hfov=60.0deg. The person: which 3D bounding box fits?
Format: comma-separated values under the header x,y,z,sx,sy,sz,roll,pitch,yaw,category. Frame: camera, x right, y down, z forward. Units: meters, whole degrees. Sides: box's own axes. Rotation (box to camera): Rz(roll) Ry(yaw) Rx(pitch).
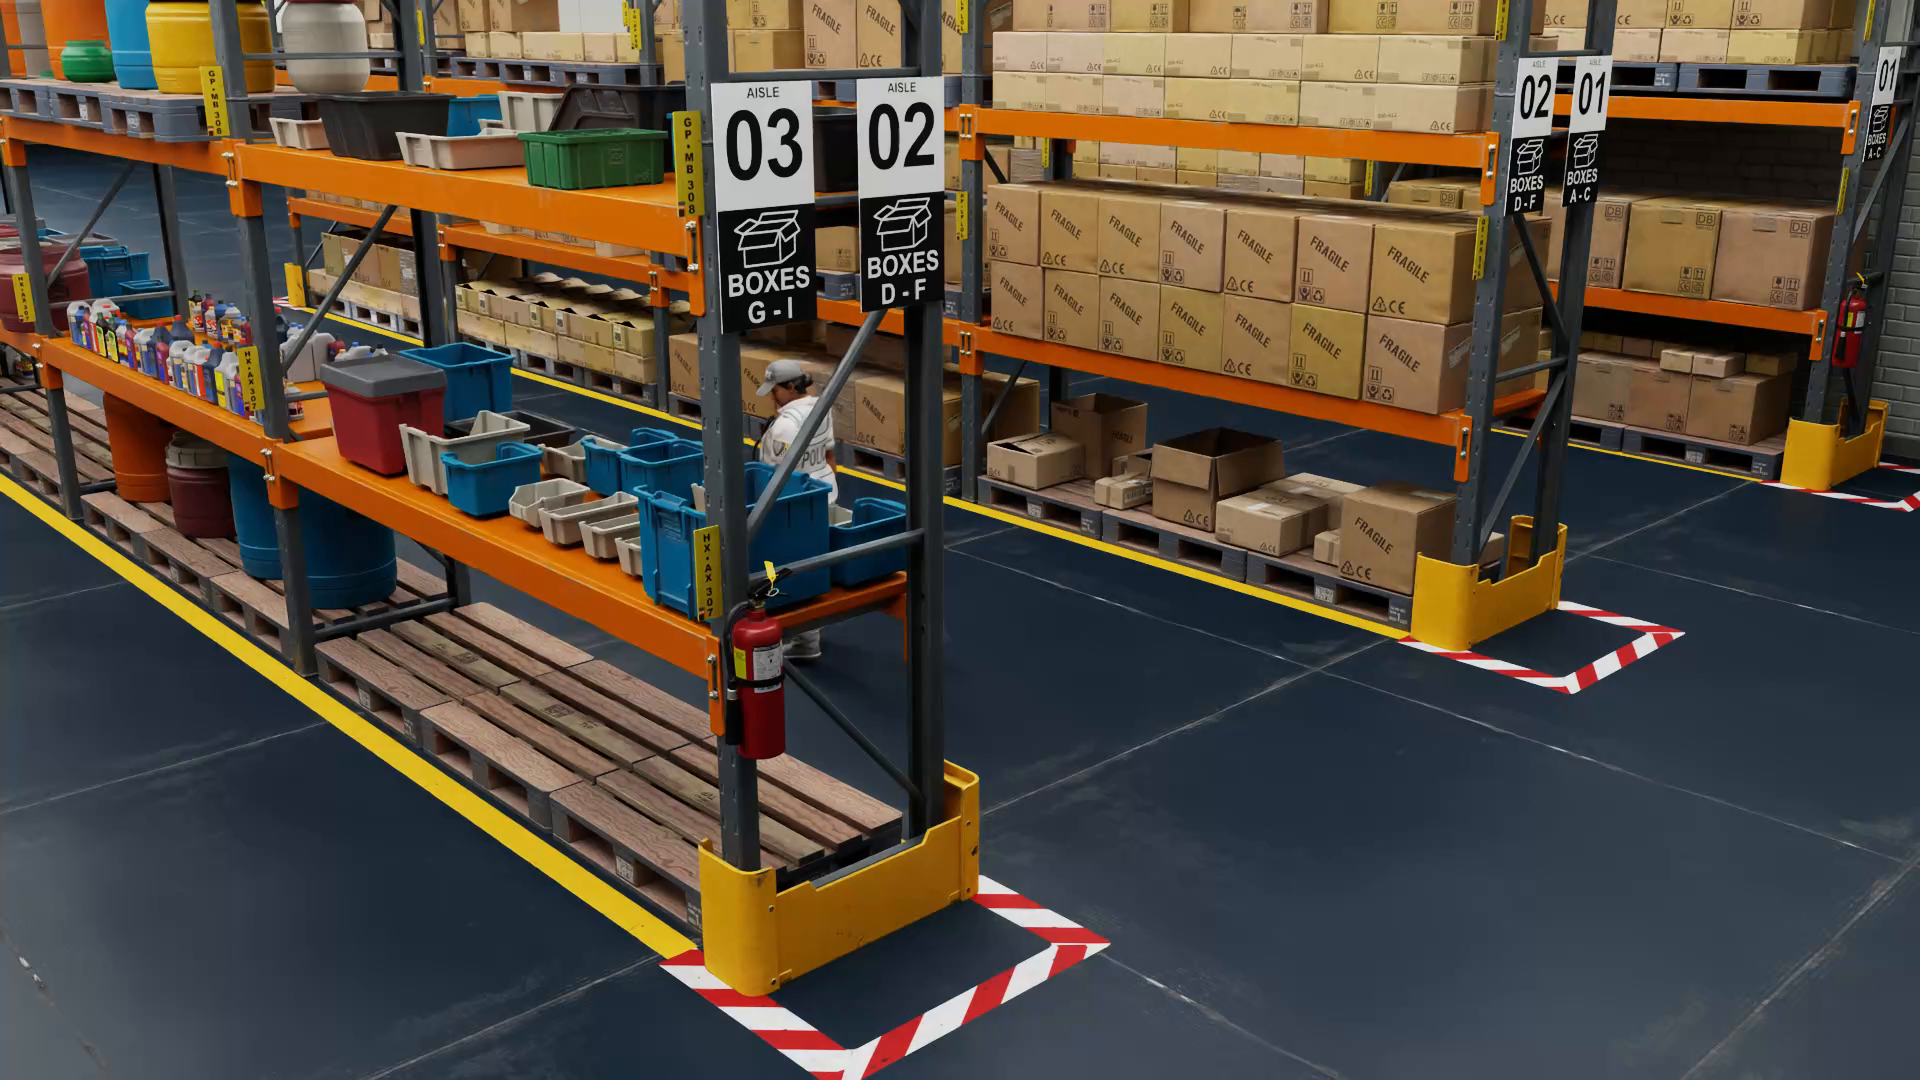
x,y,z,sx,sy,sz,roll,pitch,yaw,category
-0.893,-0.141,9.037,0.423,1.714,0.529,8,19,24,person
